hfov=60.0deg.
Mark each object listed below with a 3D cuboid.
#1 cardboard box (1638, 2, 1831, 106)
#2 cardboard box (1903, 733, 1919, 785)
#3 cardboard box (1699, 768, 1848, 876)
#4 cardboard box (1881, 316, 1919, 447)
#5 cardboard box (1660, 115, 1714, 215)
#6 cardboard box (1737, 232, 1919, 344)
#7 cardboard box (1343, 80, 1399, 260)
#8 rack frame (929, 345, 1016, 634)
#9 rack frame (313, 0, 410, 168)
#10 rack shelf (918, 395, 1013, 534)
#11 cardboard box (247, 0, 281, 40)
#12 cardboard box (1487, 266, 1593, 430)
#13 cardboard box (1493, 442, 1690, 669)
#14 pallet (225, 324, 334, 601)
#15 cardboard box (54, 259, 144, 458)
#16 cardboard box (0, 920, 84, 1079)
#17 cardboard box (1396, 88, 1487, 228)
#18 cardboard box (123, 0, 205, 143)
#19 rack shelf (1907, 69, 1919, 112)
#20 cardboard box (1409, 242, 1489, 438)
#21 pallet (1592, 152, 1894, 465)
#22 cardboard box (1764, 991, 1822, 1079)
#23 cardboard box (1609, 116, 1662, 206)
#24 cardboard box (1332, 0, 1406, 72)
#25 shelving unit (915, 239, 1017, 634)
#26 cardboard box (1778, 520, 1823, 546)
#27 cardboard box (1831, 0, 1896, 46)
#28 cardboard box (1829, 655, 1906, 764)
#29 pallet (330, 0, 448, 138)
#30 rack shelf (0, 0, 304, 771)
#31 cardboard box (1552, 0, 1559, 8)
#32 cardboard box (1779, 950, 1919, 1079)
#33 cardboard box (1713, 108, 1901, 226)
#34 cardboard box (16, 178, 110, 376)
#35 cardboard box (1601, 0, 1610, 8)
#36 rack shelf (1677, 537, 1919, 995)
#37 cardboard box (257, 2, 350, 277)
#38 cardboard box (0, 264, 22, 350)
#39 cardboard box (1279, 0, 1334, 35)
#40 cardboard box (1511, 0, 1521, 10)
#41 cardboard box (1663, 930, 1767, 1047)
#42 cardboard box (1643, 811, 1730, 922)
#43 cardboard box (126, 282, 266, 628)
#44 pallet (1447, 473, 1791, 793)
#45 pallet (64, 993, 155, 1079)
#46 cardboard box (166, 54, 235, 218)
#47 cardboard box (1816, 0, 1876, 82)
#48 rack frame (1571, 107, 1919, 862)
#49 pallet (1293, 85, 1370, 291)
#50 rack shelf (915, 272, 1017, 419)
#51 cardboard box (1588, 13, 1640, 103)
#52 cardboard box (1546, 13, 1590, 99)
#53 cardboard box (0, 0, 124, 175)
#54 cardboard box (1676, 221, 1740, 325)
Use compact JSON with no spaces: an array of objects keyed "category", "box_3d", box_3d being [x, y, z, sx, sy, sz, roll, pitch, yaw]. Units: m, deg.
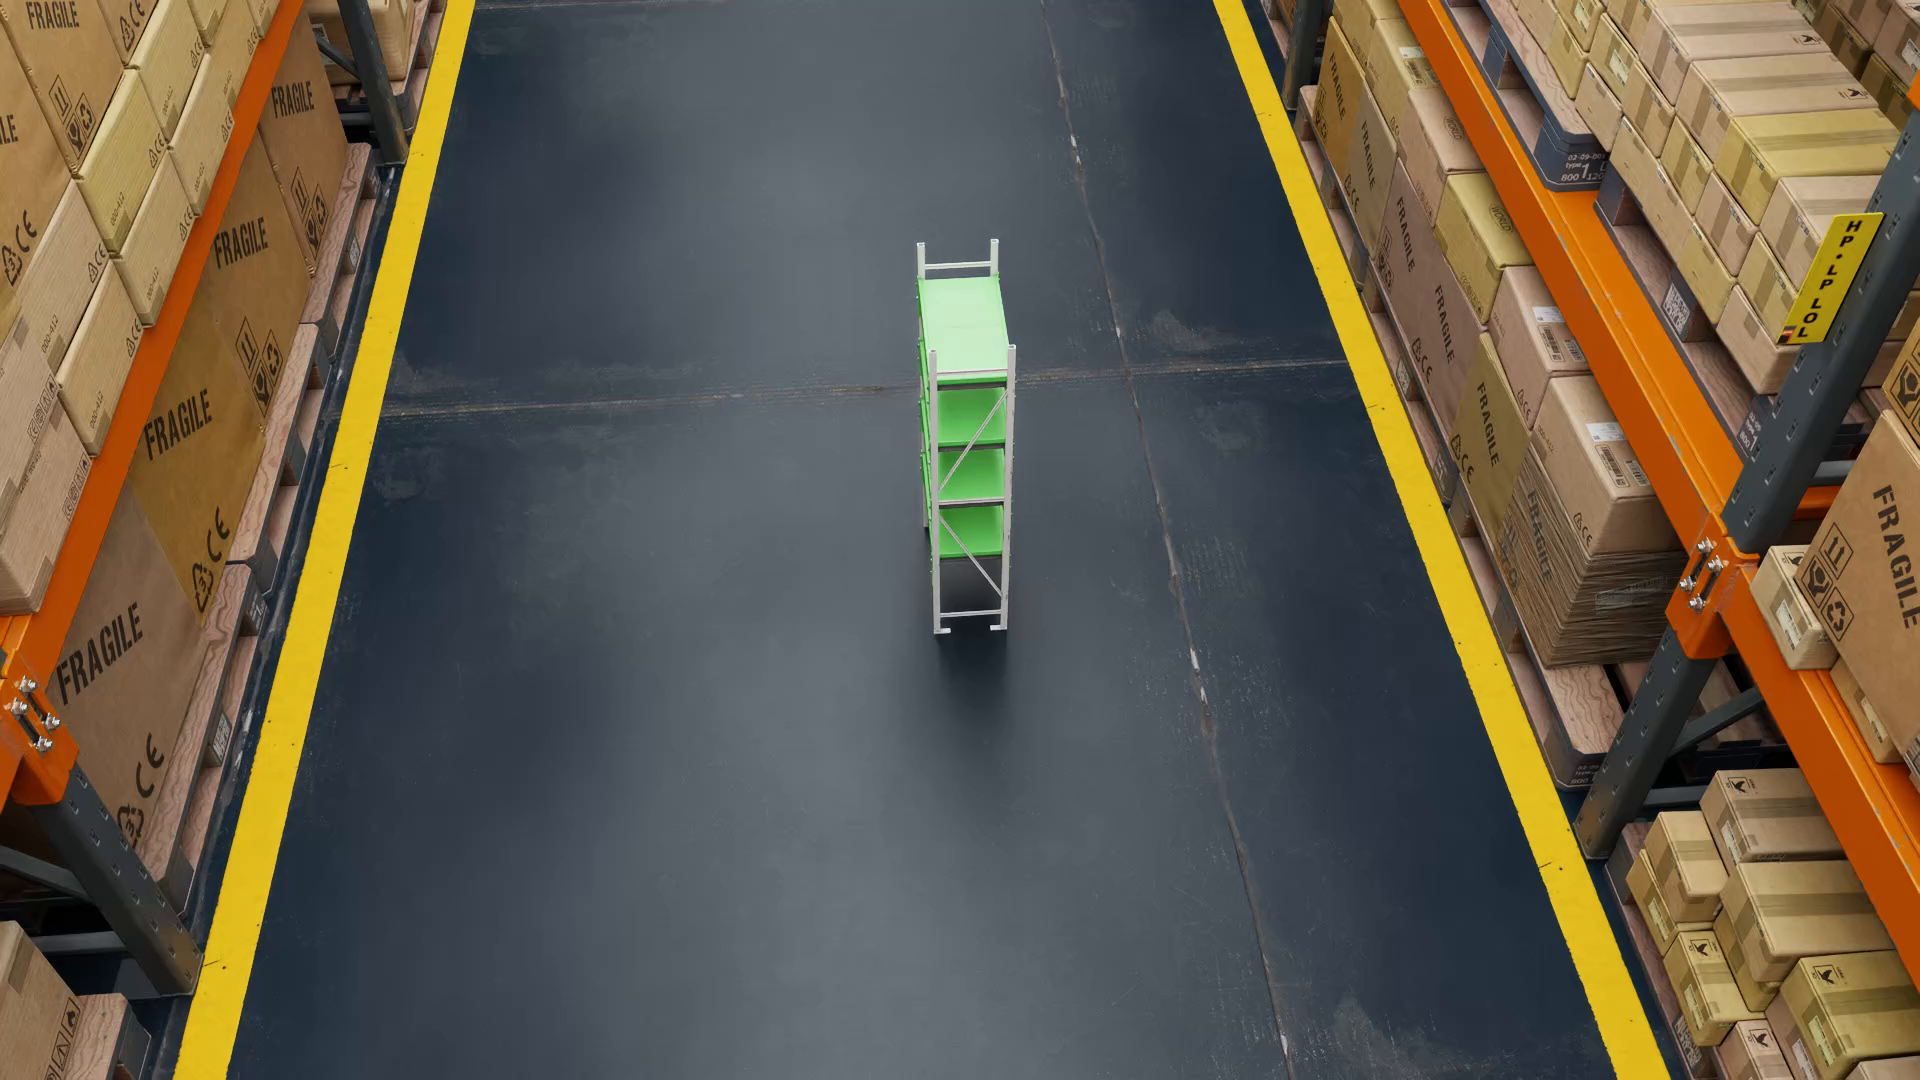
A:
[{"category":"cardboard box","box_3d":[2.028,-1.279,4.369,0.380,0.149,0.250,-4,47,-3]},{"category":"cardboard box","box_3d":[2.160,0.428,3.005,0.500,0.500,0.500,-3,47,-3]},{"category":"cardboard box","box_3d":[2.144,0.727,4.260,0.380,0.149,0.250,-2,47,-2]},{"category":"cardboard box","box_3d":[2.116,-0.306,3.011,0.500,0.500,0.500,-2,47,-2]},{"category":"cardboard box","box_3d":[2.050,-0.973,4.284,0.380,0.149,0.250,-2,47,-2]},{"category":"cardboard box","box_3d":[2.091,-0.603,3.934,0.380,0.149,0.250,-2,47,-2]},{"category":"cardboard box","box_3d":[1.837,-1.455,6.494,0.500,0.500,0.500,-3,47,-3]},{"category":"rack frame","box_3d":[0.034,-0.116,5.034,0.240,1.200,0.015,-3,47,-3]},{"category":"rack frame","box_3d":[-2.938,-2.687,6.229,1.000,3.000,0.127,-3,47,-3]},{"category":"rack shelf","box_3d":[0.014,-0.249,5.247,0.258,0.148,0.480,-3,47,-3]},{"category":"cardboard box","box_3d":[-2.578,-1.916,5.602,0.500,0.250,0.500,-3,47,-3]},{"category":"cardboard box","box_3d":[1.977,-0.606,5.173,0.500,0.250,0.500,-1,47,-1]},{"category":"cardboard box","box_3d":[2.008,0.028,5.090,0.500,0.500,0.500,-4,47,-4]},{"category":"pallet","box_3d":[-2.848,-0.272,5.862,1.003,0.211,1.213,-3,47,-3]},{"category":"cardboard box","box_3d":[-2.422,-0.450,4.213,0.500,0.250,0.500,-5,47,-4]},{"category":"cardboard box","box_3d":[-2.657,1.405,3.829,0.875,0.438,0.875,-4,47,-4]},{"category":"cardboard box","box_3d":[1.874,-1.364,5.892,0.500,0.250,0.500,-3,47,-3]},{"category":"cardboard box","box_3d":[-2.491,-1.356,4.728,0.500,0.250,0.500,-5,47,-4]},{"category":"rack shelf","box_3d":[2.154,-2.398,4.384,1.077,0.370,4.000,-3,47,-3]},{"category":"cardboard box","box_3d":[1.927,-0.714,5.793,0.500,0.500,0.500,-4,47,-4]},{"category":"pallet","box_3d":[2.402,-0.662,4.444,1.003,0.211,1.213,-3,47,-3]},{"category":"cardboard box","box_3d":[2.200,1.200,4.017,0.380,0.149,0.250,-4,47,-4]},{"category":"cardboard box","box_3d":[2.029,-1.050,4.562,0.380,0.149,0.250,-6,47,-5]},{"category":"cardboard box","box_3d":[1.803,-2.090,6.579,0.500,0.250,0.500,-5,47,-5]},{"category":"shelving unit","box_3d":[0.014,-0.293,5.201,0.258,1.200,0.503,-3,47,-3]},{"category":"cardboard box","box_3d":[2.523,-0.260,4.846,0.500,0.250,0.500,-5,47,-5]},{"category":"cardboard box","box_3d":[2.658,-1.495,4.574,0.380,0.149,0.250,-4,47,-4]},{"category":"cardboard box","box_3d":[2.114,0.327,3.547,0.380,0.149,0.250,-2,47,-2]},{"category":"pallet","box_3d":[-3.002,-2.293,7.776,1.003,0.211,1.213,-3,47,-3]},{"category":"rack shelf","box_3d":[-2.770,-0.992,5.119,1.077,0.370,4.000,-3,47,-3]},{"category":"cardboard box","box_3d":[1.962,-1.732,5.004,0.380,0.149,0.250,-2,47,-2]},{"category":"cardboard box","box_3d":[2.178,1.109,3.898,0.380,0.149,0.250,-4,47,-4]},{"category":"cardboard box","box_3d":[2.070,-0.902,4.012,0.380,0.149,0.250,-5,47,-4]},{"category":"cardboard box","box_3d":[-2.430,-0.624,4.034,0.500,0.250,0.500,-3,47,-3]},{"category":"cardboard box","box_3d":[1.985,-1.651,4.722,0.380,0.149,0.250,-5,47,-5]},{"category":"rack shelf","box_3d":[2.489,1.528,2.733,1.077,0.370,4.000,-3,47,-3]},{"category":"cardboard box","box_3d":[-2.963,-1.596,6.369,0.875,0.875,0.875,-4,47,-4]},{"category":"cardboard box","box_3d":[-2.353,-0.507,3.406,0.500,0.500,0.500,-3,47,-3]},{"category":"cardboard box","box_3d":[2.025,-2.877,7.669,1.050,0.750,0.750,-4,47,-4]},{"category":"cardboard box","box_3d":[1.936,-1.823,5.295,0.380,0.149,0.250,-3,47,-3]},{"category":"cardboard box","box_3d":[2.054,1.145,4.274,0.380,0.149,0.250,-2,47,-2]},{"category":"cardboard box","box_3d":[2.033,0.849,4.350,0.380,0.149,0.250,-2,47,-1]},{"category":"cardboard box","box_3d":[-2.818,-0.303,5.145,0.875,0.875,0.875,-2,47,-2]},{"category":"pallet","box_3d":[2.255,0.229,5.388,1.003,0.211,1.213,-3,47,-3]},{"category":"pallet","box_3d":[-2.617,1.721,3.975,1.003,0.211,1.213,-3,47,-3]},{"category":"cardboard box","box_3d":[-2.481,-1.184,4.908,0.500,0.250,0.500,-4,47,-4]},{"category":"cardboard box","box_3d":[2.654,-1.397,4.686,0.380,0.149,0.250,-2,47,-2]},{"category":"rack frame","box_3d":[2.321,-0.167,3.842,1.000,3.000,0.127,-3,47,-3]},{"category":"pallet","box_3d":[2.050,-1.536,7.060,1.003,0.211,1.213,-3,47,-3]},{"category":"rack shelf","box_3d":[0.014,-0.579,4.899,0.258,0.148,0.480,-3,47,-3]},{"category":"cardboard box","box_3d":[2.002,-1.359,4.650,0.380,0.149,0.250,-6,47,-5]},{"category":"cardboard box","box_3d":[1.978,-1.442,4.934,0.380,0.149,0.250,-2,47,-2]},{"category":"cardboard box","box_3d":[-2.463,-1.236,4.097,0.500,0.500,0.500,-5,47,-4]},{"category":"cardboard box","box_3d":[2.068,-0.688,4.219,0.380,0.149,0.250,-3,47,-3]}]
